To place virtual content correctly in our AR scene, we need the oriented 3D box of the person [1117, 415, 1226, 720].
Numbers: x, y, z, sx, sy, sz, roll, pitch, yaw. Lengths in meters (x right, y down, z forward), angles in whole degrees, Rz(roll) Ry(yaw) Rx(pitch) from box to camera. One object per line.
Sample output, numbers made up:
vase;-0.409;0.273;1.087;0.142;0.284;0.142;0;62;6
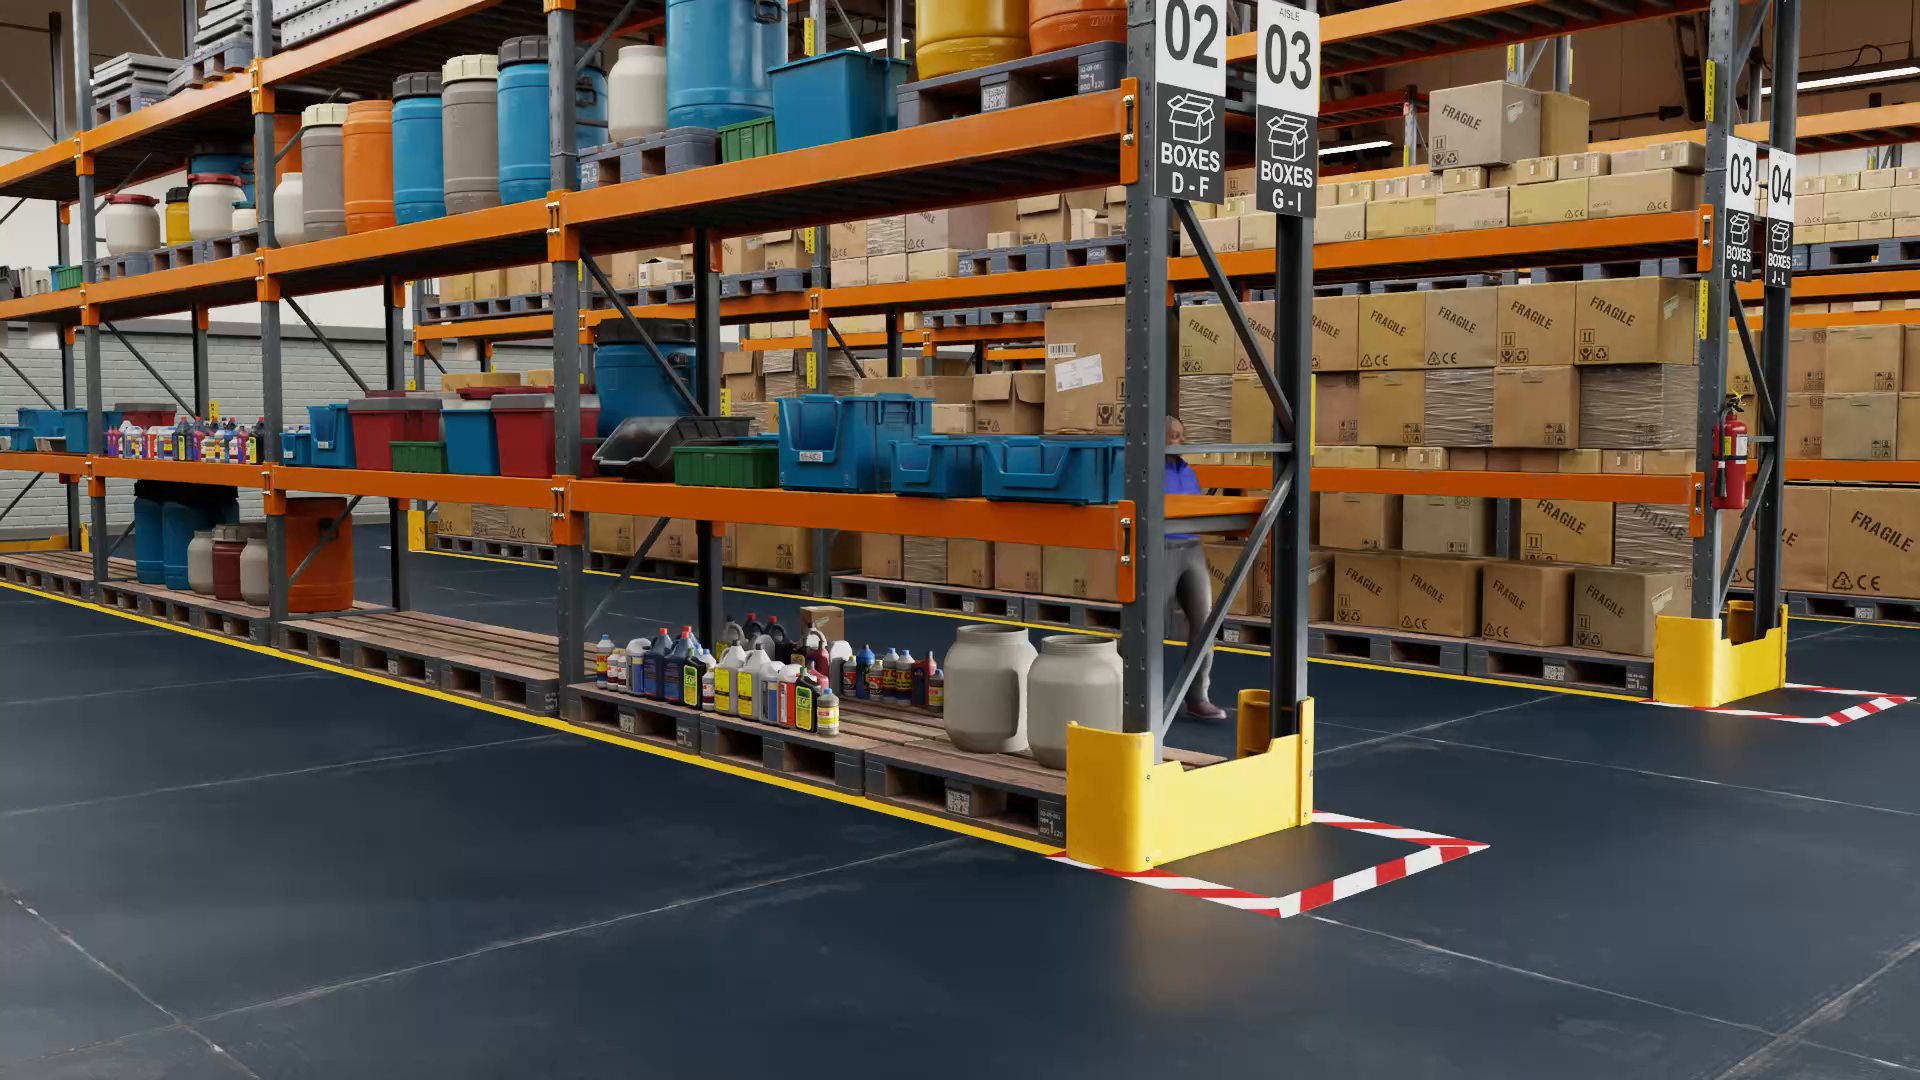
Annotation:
person;1.127;0.142;9.049;0.432;1.600;0.817;-2;5;-30
